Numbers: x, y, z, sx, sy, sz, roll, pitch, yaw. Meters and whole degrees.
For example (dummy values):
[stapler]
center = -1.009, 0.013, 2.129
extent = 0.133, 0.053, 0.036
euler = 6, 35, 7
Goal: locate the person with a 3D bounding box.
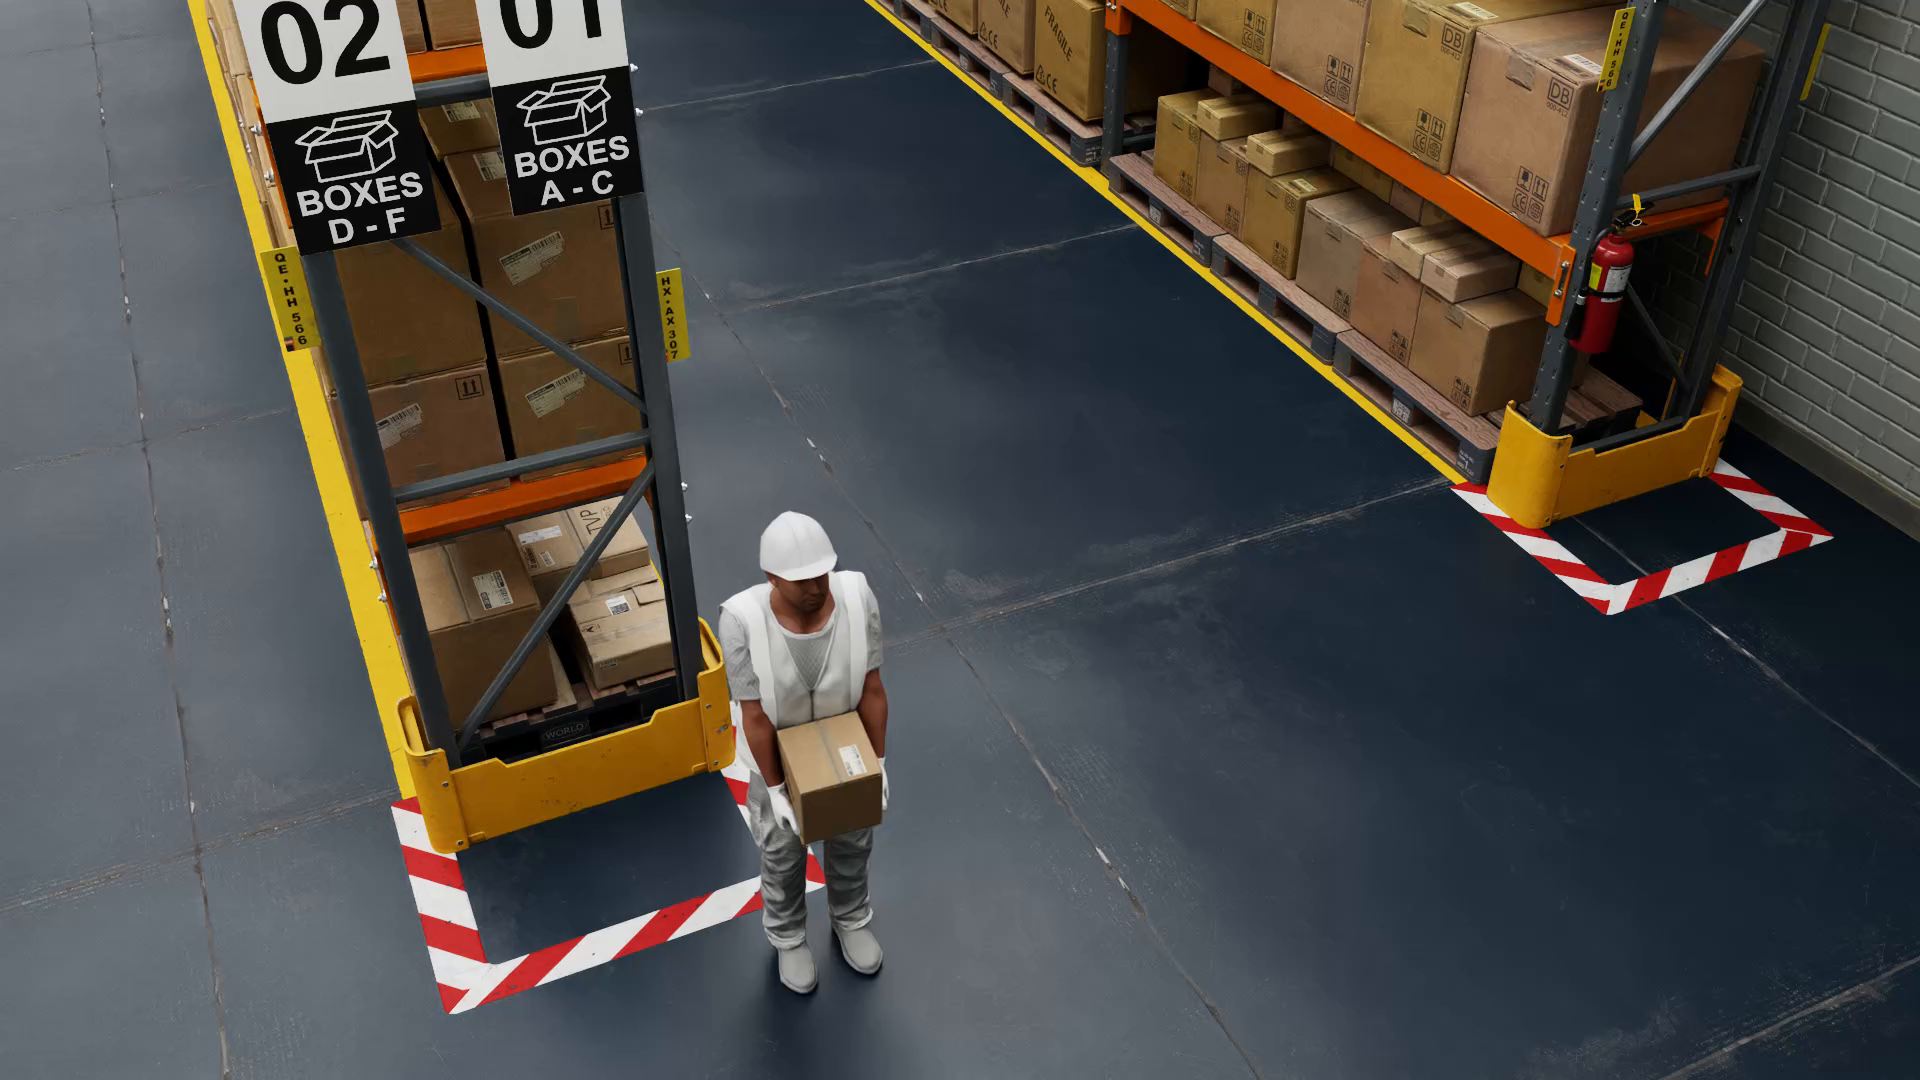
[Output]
[person]
center = -0.437, 0.714, 5.183
extent = 0.490, 1.782, 0.576
euler = -13, 39, -16
